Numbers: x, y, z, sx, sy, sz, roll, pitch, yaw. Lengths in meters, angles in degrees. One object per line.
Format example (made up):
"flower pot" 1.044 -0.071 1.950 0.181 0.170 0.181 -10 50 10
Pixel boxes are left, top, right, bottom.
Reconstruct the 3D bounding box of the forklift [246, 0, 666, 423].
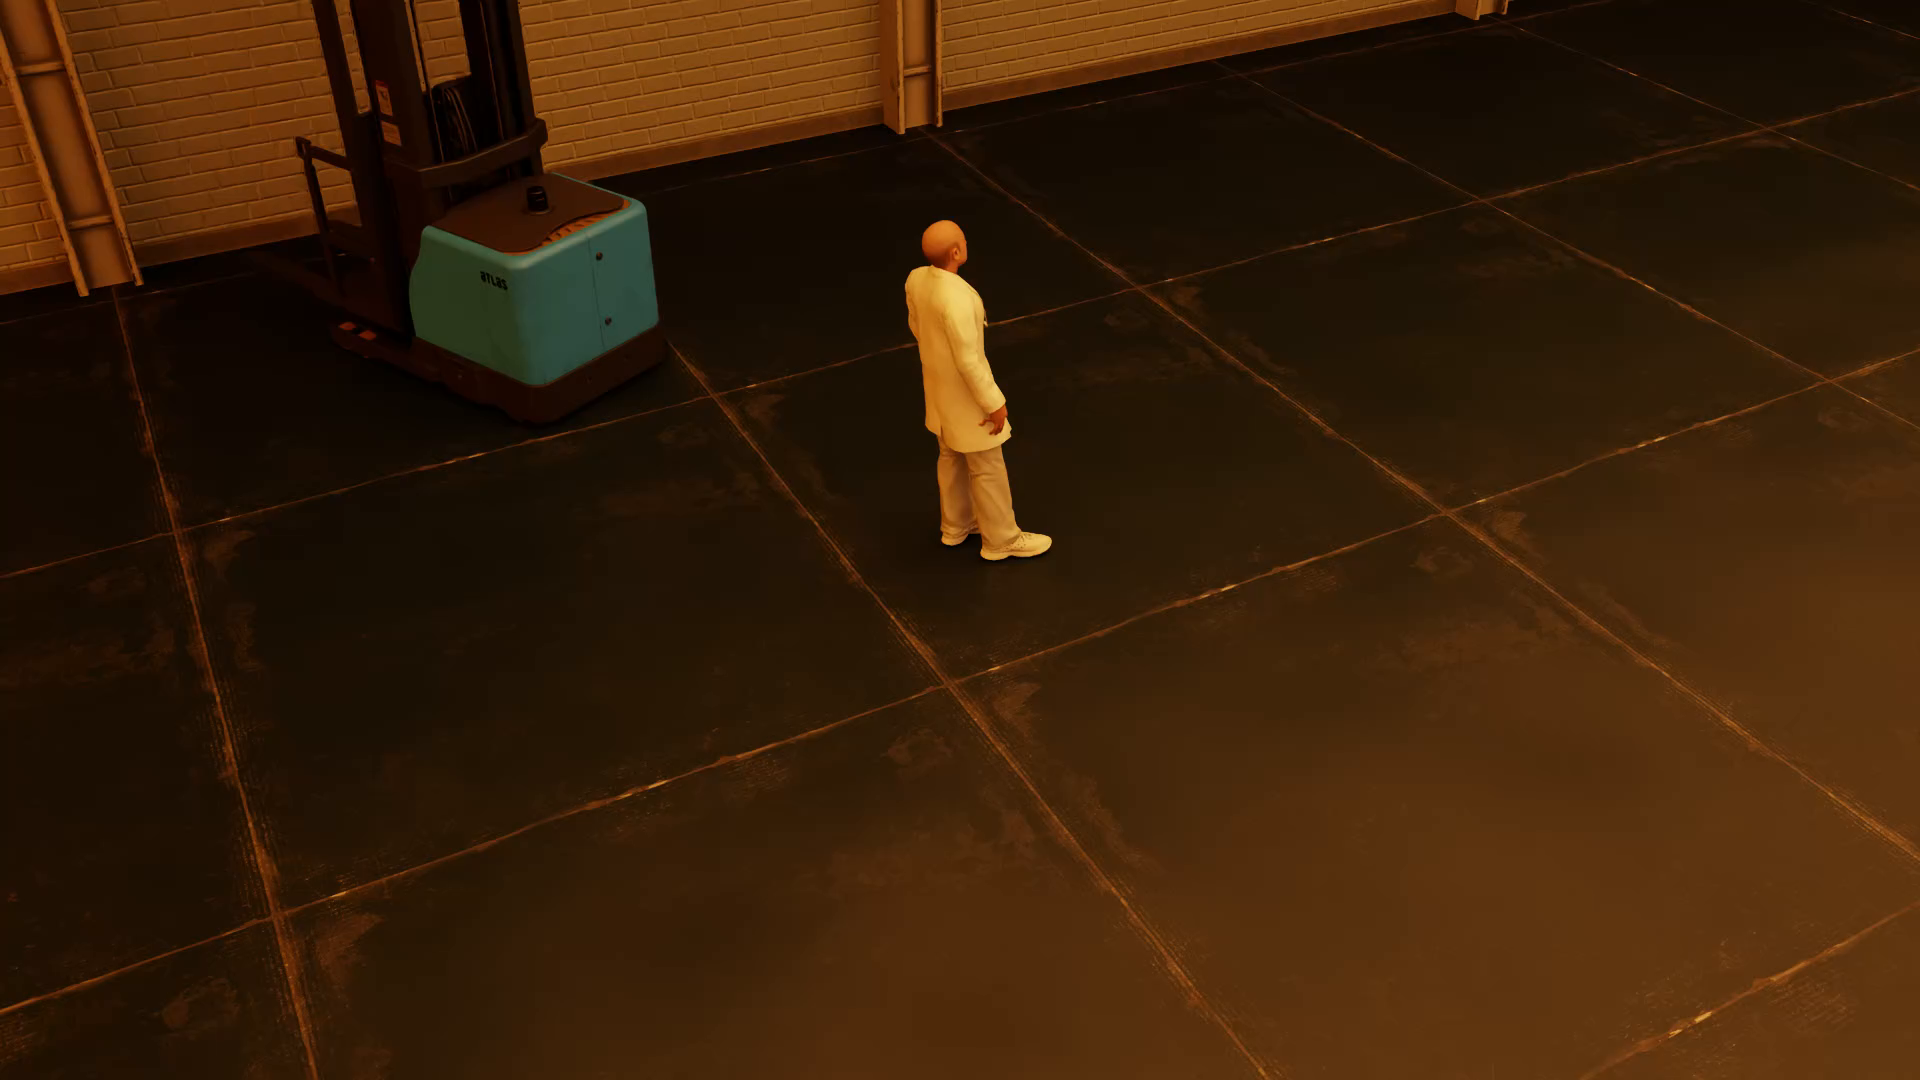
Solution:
"forklift" -3.280 -2.537 9.712 3.031 2.935 1.130 23 41 29

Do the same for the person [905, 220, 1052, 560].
"person" 0.083 -0.755 8.177 0.578 1.778 0.696 -17 39 -23
